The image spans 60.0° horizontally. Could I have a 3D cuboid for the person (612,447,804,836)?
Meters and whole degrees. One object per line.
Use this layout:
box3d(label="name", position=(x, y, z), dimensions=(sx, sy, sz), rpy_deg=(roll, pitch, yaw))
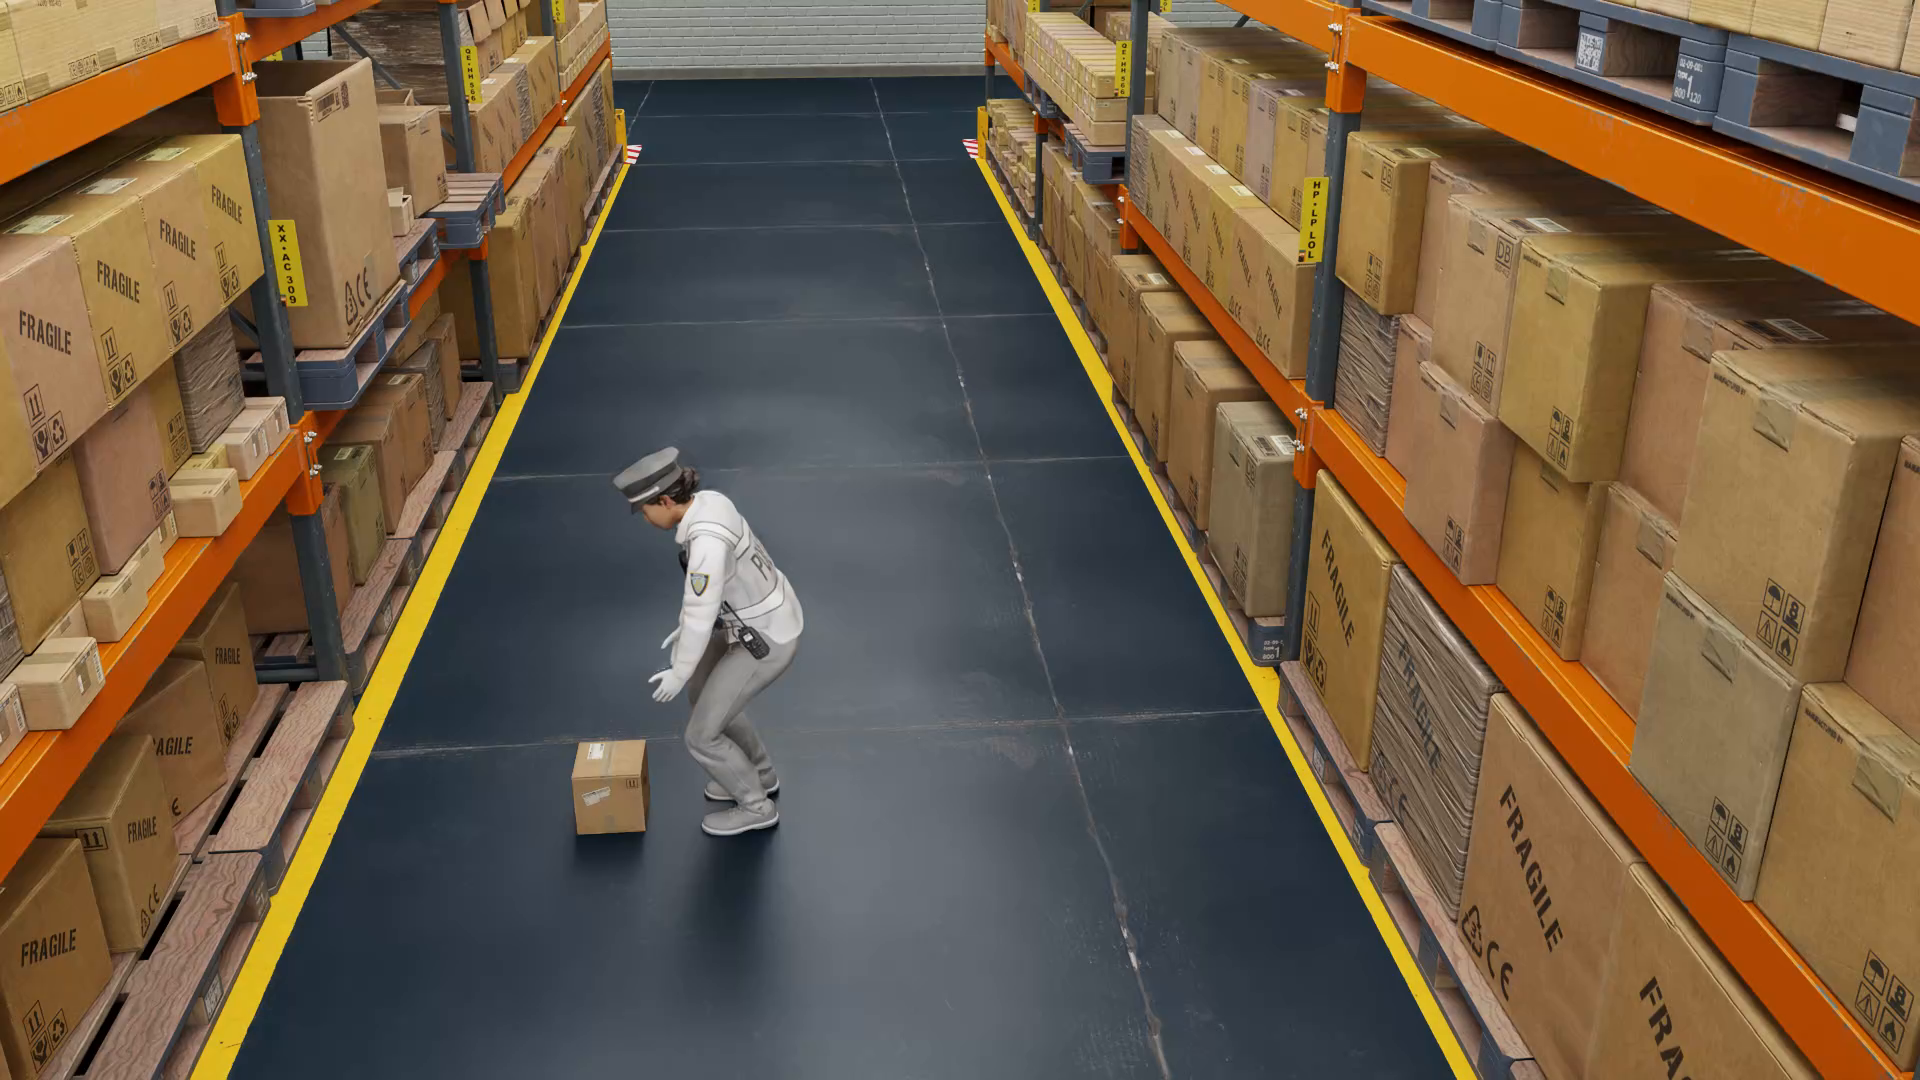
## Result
box3d(label="person", position=(-0.880, 0.370, 6.008), dimensions=(0.634, 1.479, 0.531), rpy_deg=(-2, 24, -5))
